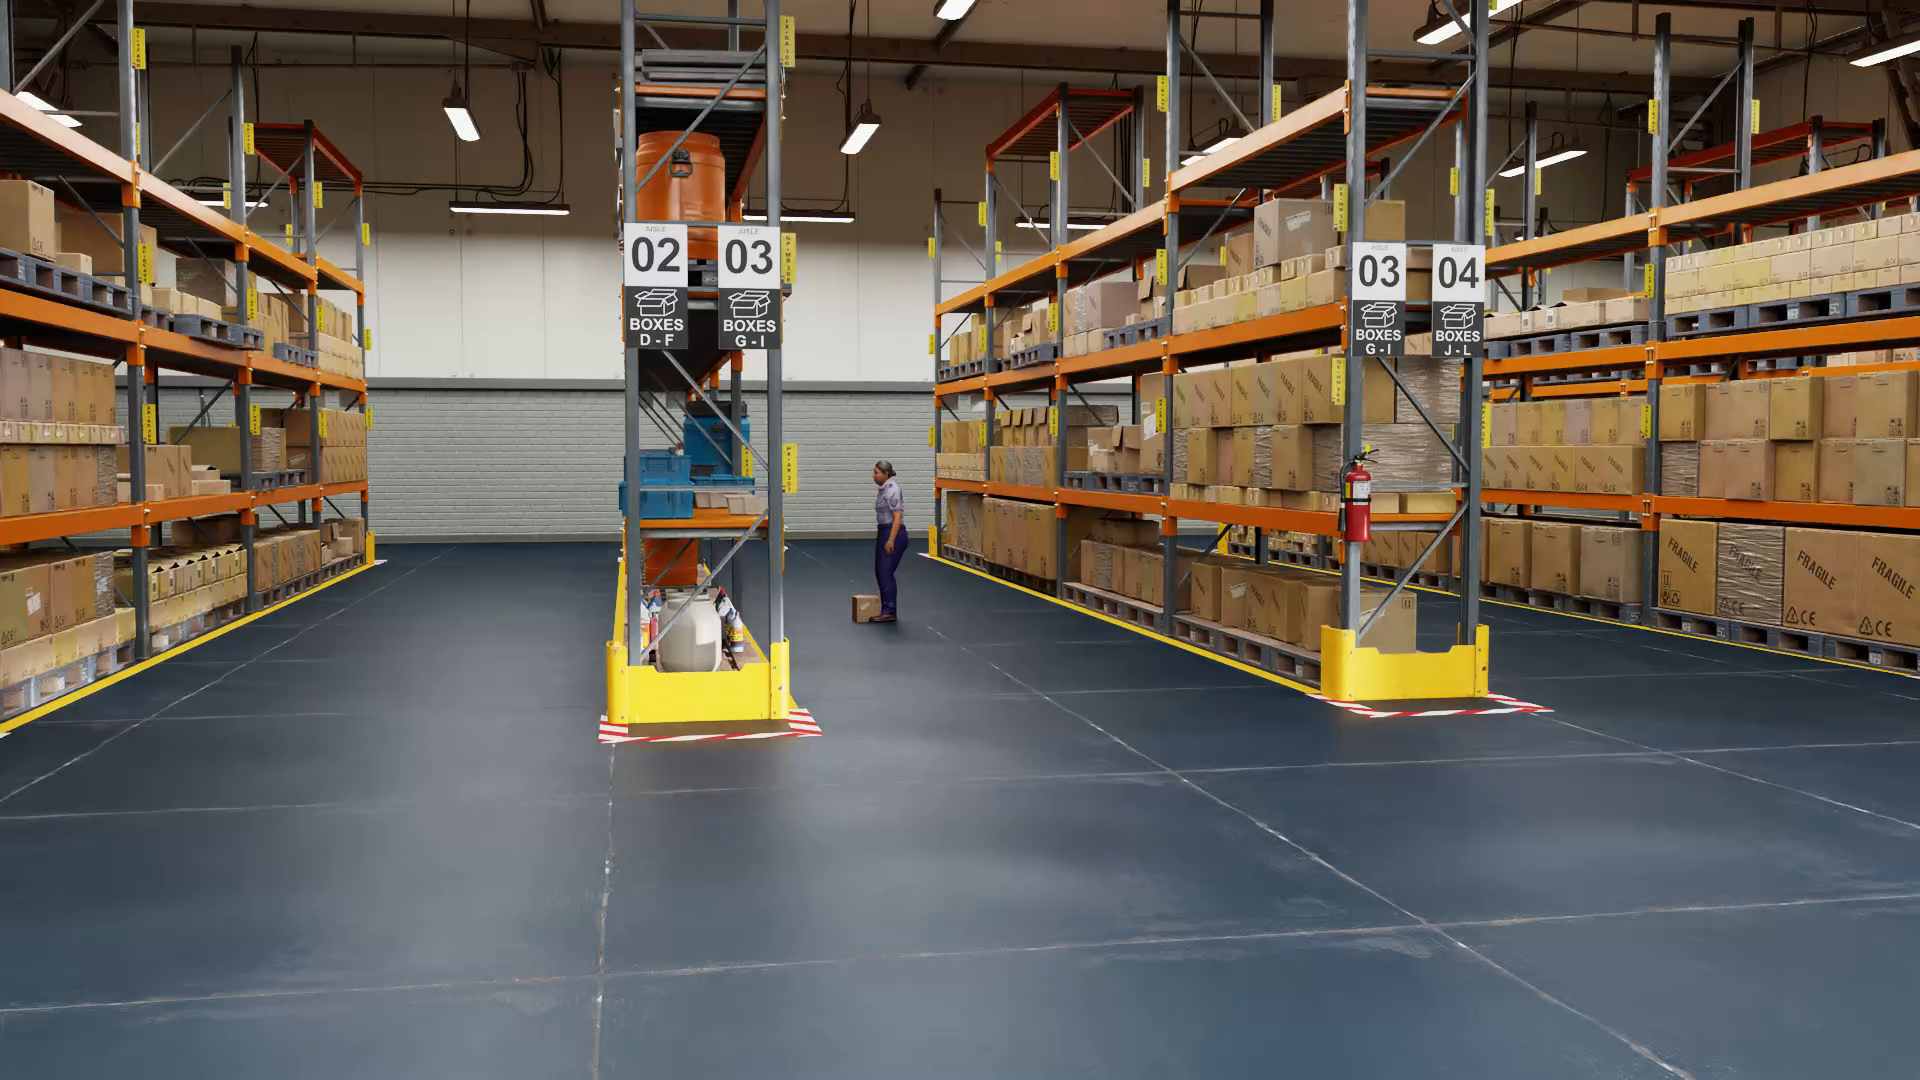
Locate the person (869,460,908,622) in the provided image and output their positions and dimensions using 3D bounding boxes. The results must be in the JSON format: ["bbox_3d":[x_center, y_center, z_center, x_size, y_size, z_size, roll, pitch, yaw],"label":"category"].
[{"bbox_3d":[-0.759,0.017,17.119,0.419,1.628,0.564,-1,3,-14],"label":"person"}]
